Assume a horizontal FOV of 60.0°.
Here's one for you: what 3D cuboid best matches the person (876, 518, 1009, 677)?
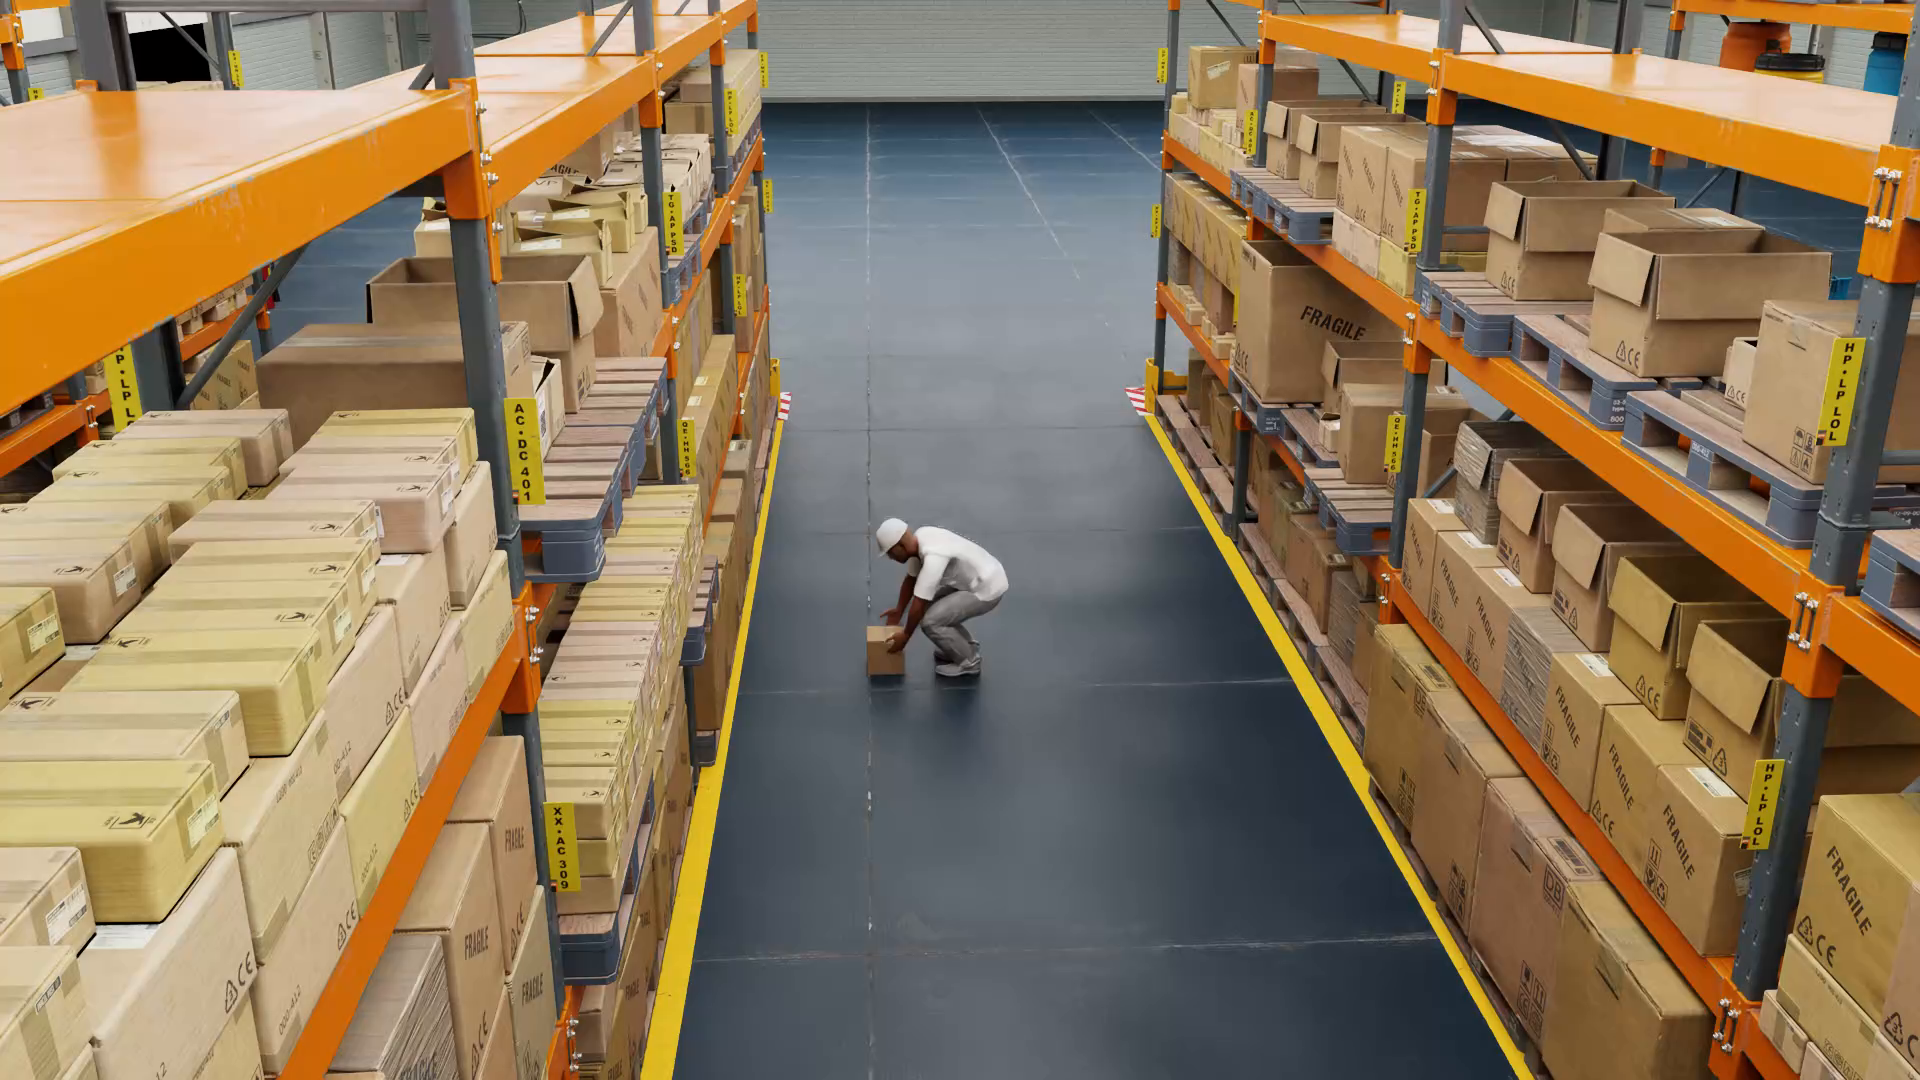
[{"bbox_3d":[-0.116,0.361,11.049,0.875,1.087,0.602,-1,20,-3],"label":"person"}]
